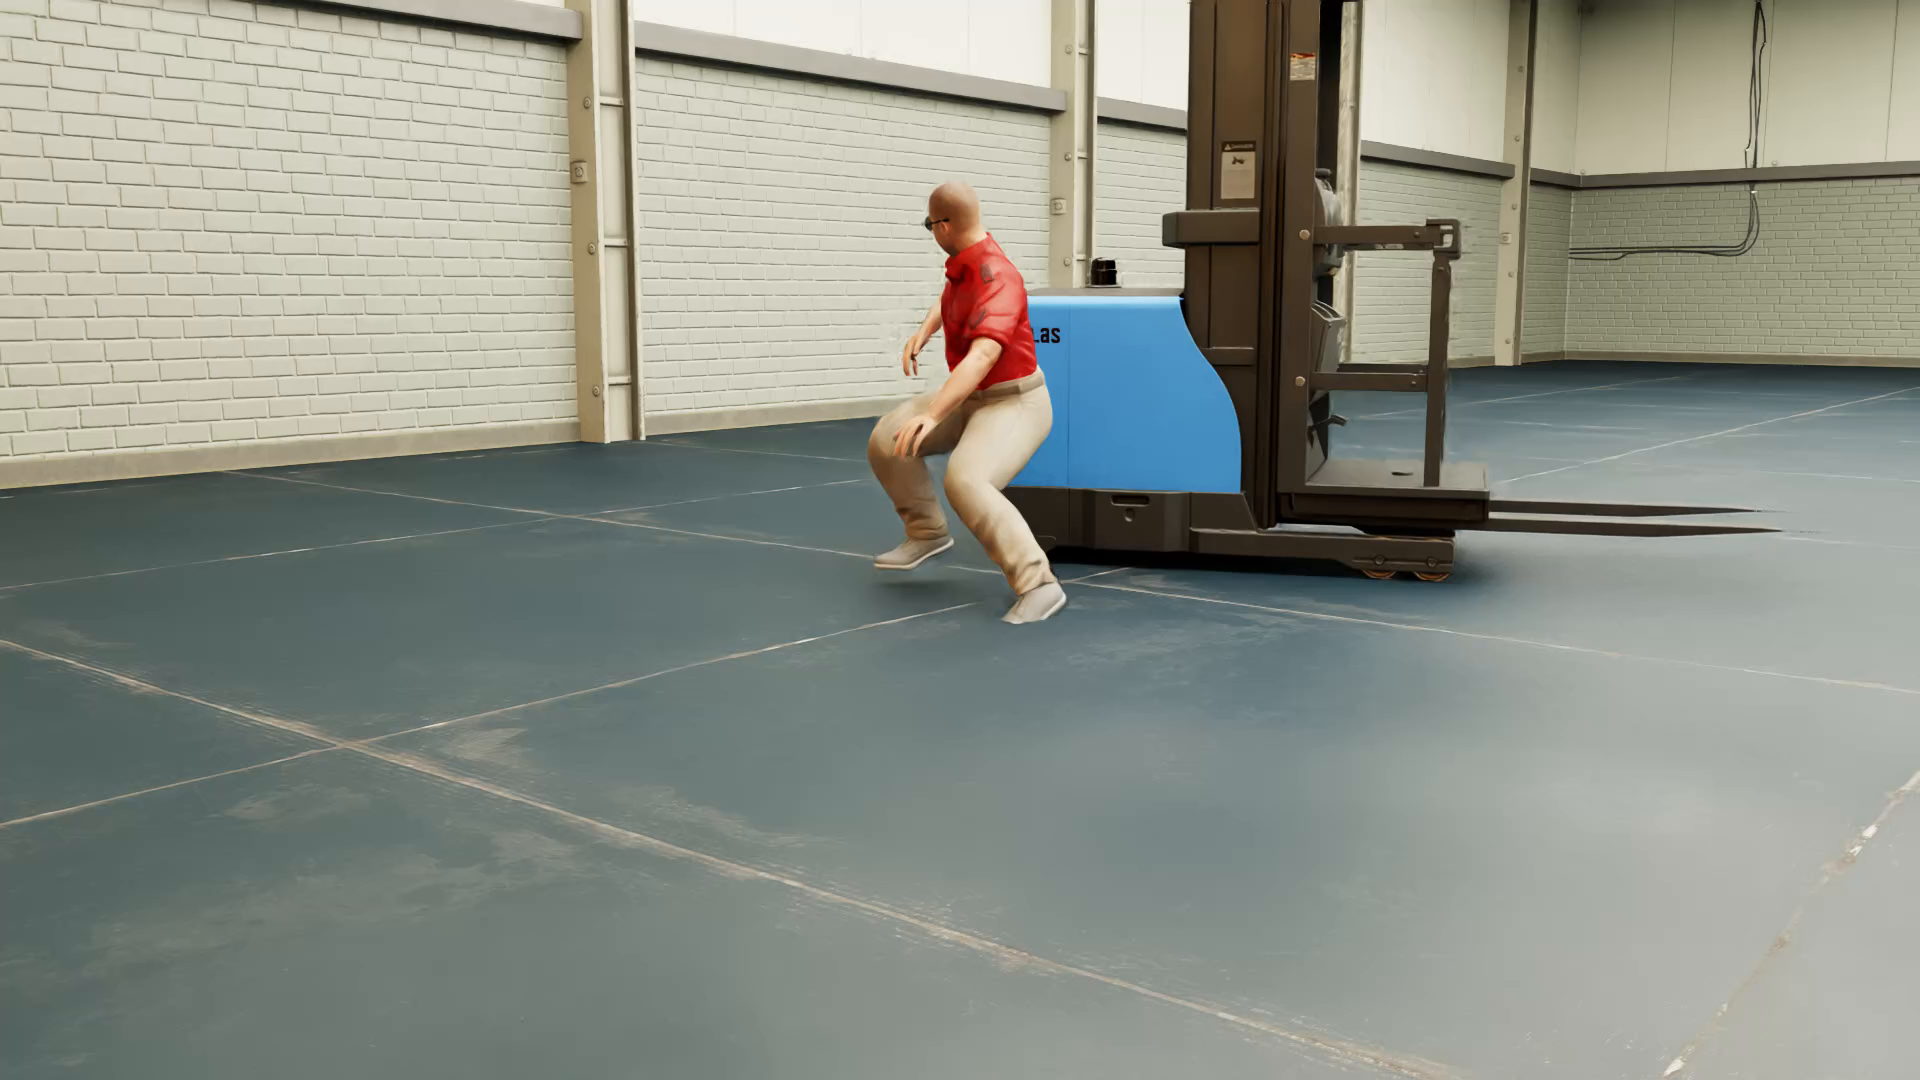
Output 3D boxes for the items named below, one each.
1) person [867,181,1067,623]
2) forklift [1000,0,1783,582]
[{"bbox_3d":[-0.008,-0.471,5.803,0.773,1.523,0.909,-4,9,-25],"label":"person"},{"bbox_3d":[1.678,-1.377,6.689,3.031,2.935,1.130,3,9,17],"label":"forklift"}]
